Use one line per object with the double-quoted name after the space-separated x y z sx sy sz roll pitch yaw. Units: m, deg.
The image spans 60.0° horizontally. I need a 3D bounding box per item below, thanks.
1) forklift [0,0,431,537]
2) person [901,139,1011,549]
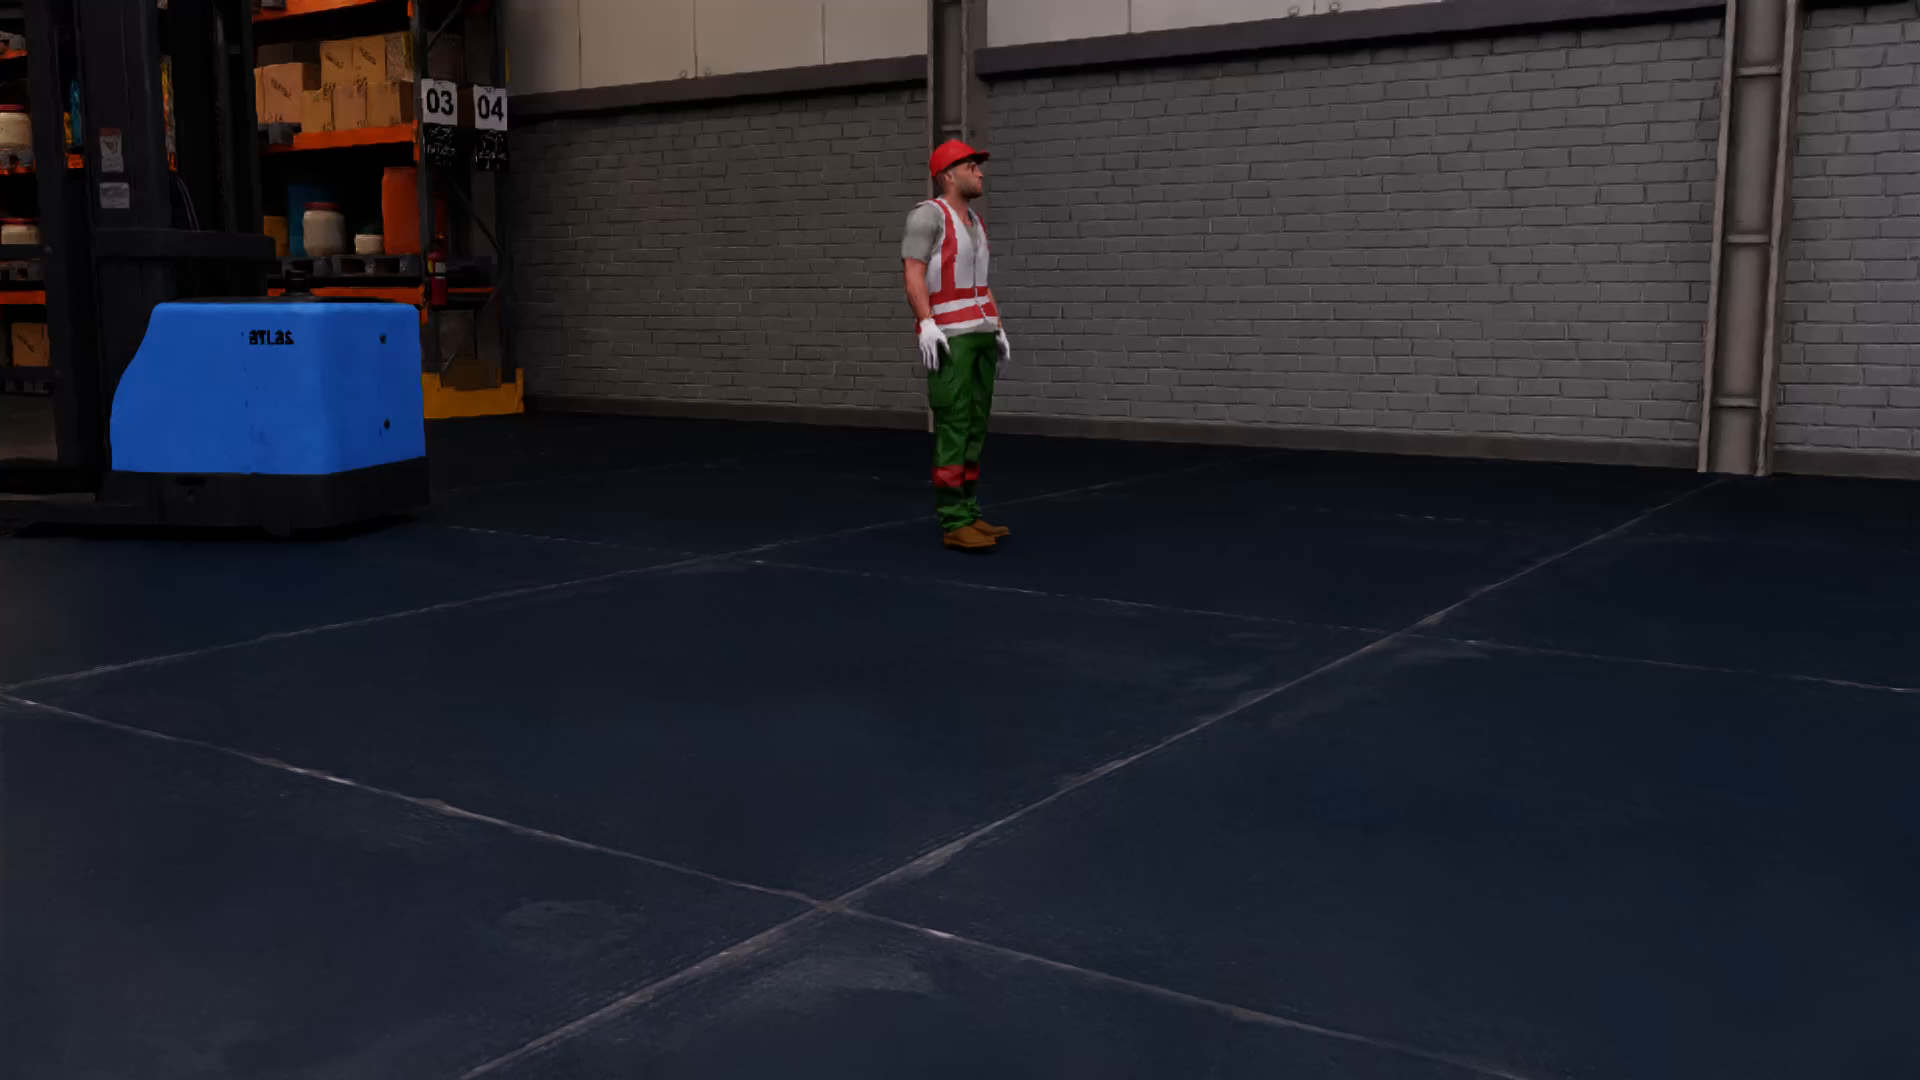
-4.238 -1.539 8.012 3.031 2.935 1.130 1 8 9 "forklift"
0.060 -0.885 7.423 0.563 1.787 0.637 5 10 34 "person"
